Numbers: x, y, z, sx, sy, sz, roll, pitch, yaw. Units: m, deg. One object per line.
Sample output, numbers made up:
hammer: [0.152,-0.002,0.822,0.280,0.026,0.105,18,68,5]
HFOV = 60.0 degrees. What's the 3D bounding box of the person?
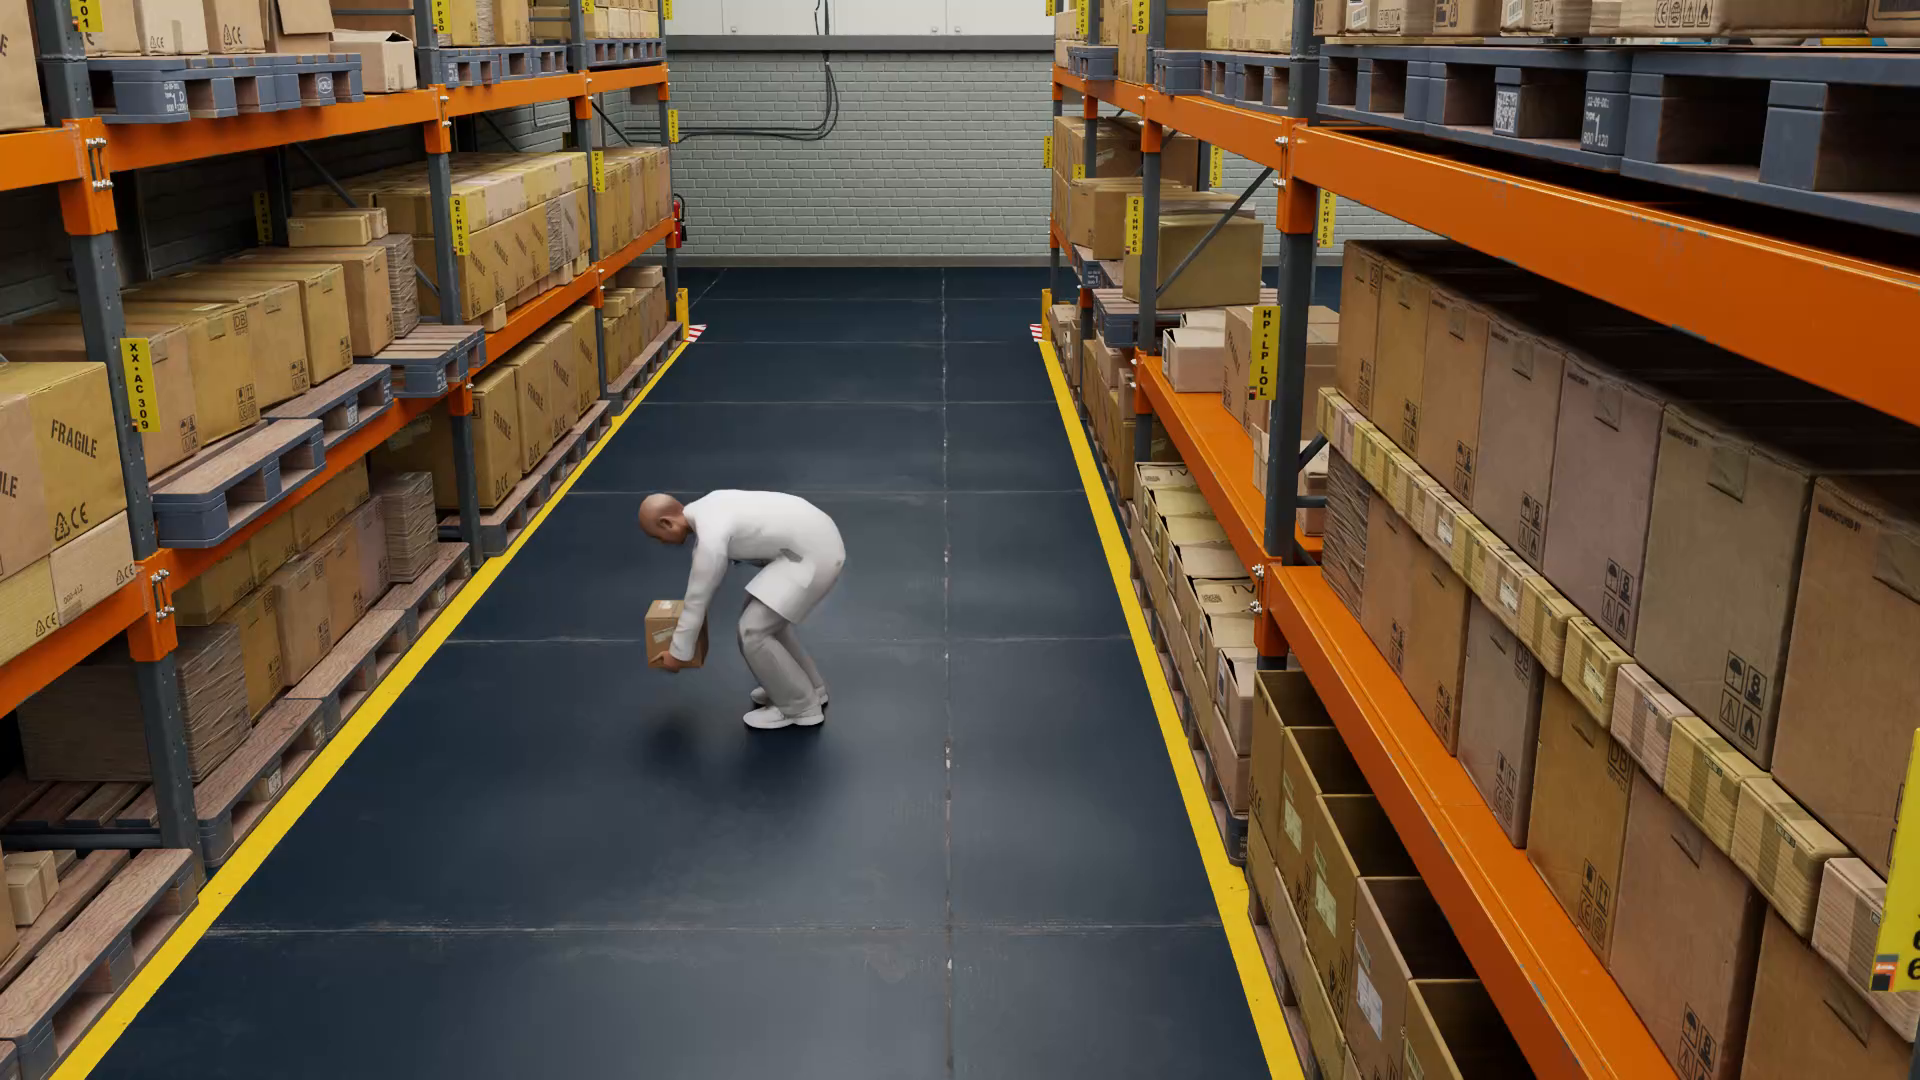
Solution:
person: [-0.999,0.312,7.743,0.941,1.080,0.588,-1,17,-3]
